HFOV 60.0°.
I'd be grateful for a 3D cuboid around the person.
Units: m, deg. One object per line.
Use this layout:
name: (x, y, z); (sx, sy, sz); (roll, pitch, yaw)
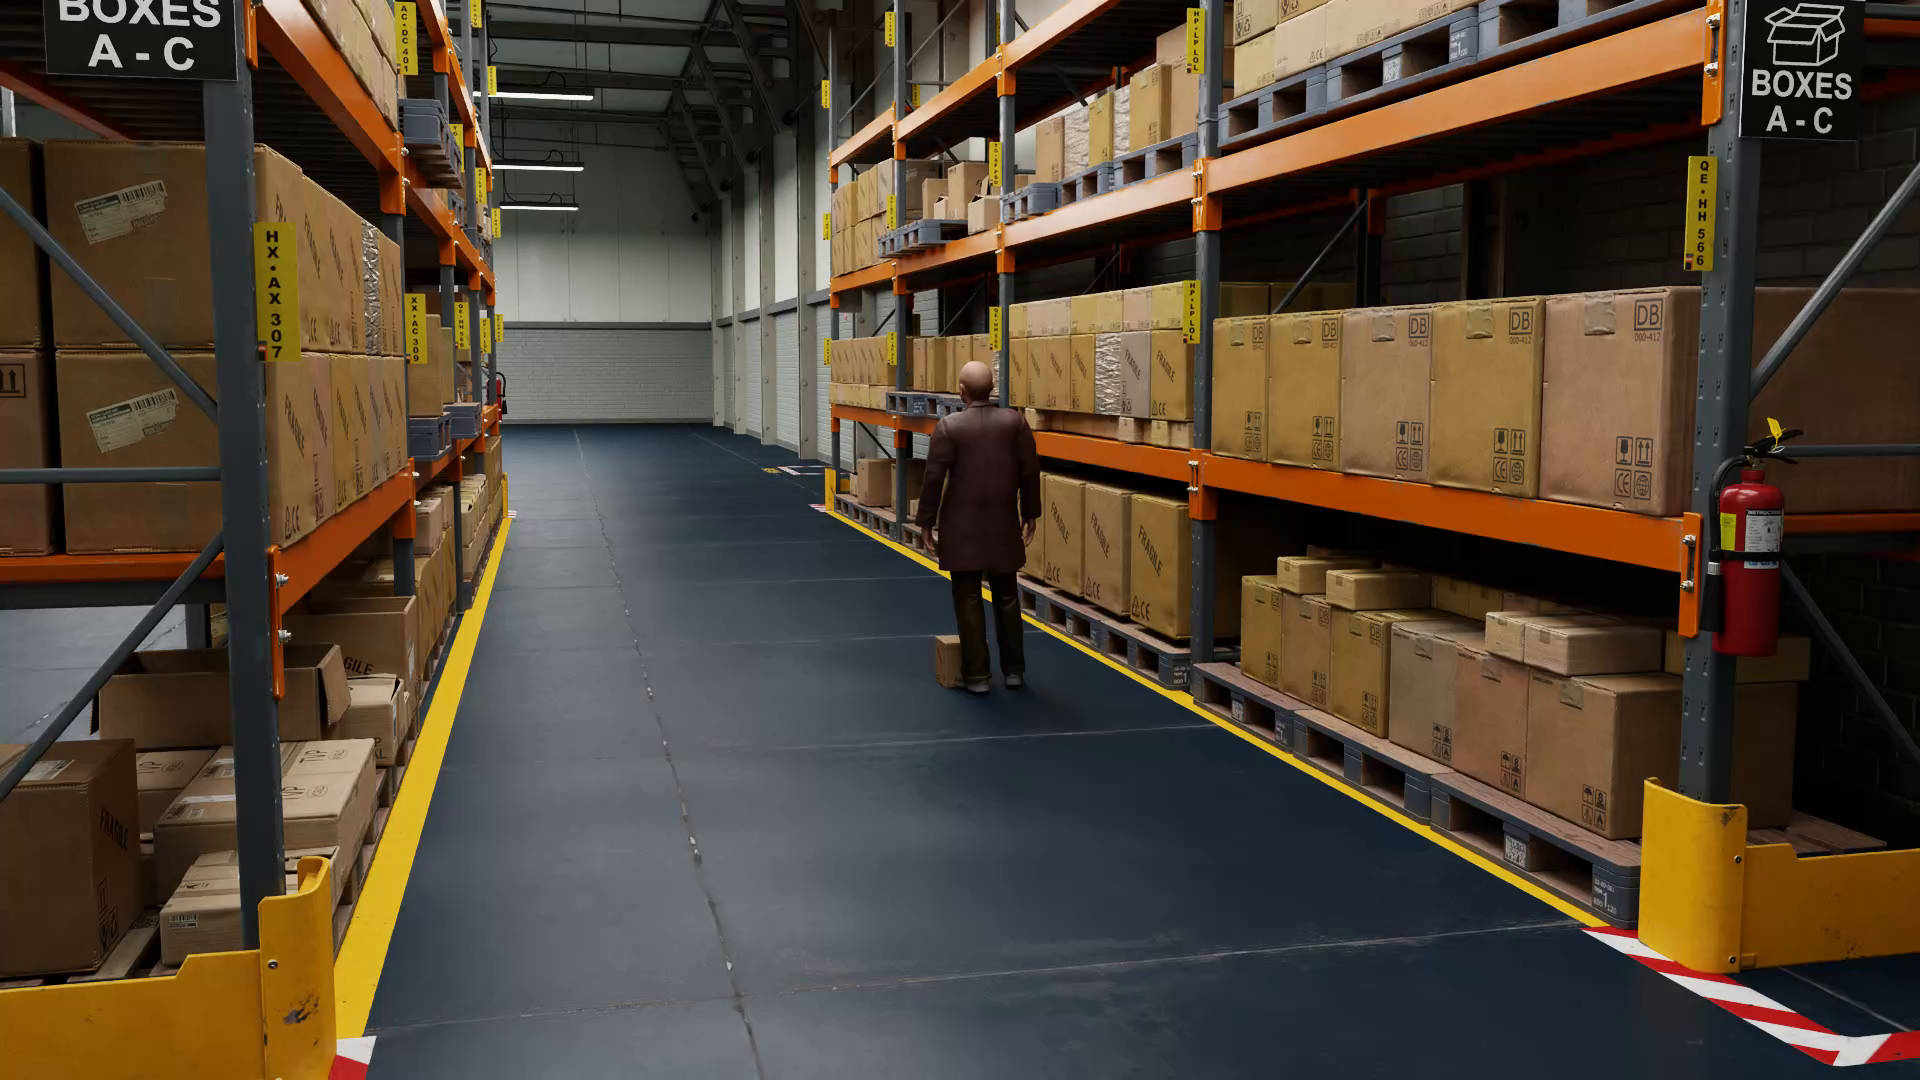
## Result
person: (0.083, -0.075, 9.018); (0.697, 1.778, 0.579); (-1, 6, -13)
